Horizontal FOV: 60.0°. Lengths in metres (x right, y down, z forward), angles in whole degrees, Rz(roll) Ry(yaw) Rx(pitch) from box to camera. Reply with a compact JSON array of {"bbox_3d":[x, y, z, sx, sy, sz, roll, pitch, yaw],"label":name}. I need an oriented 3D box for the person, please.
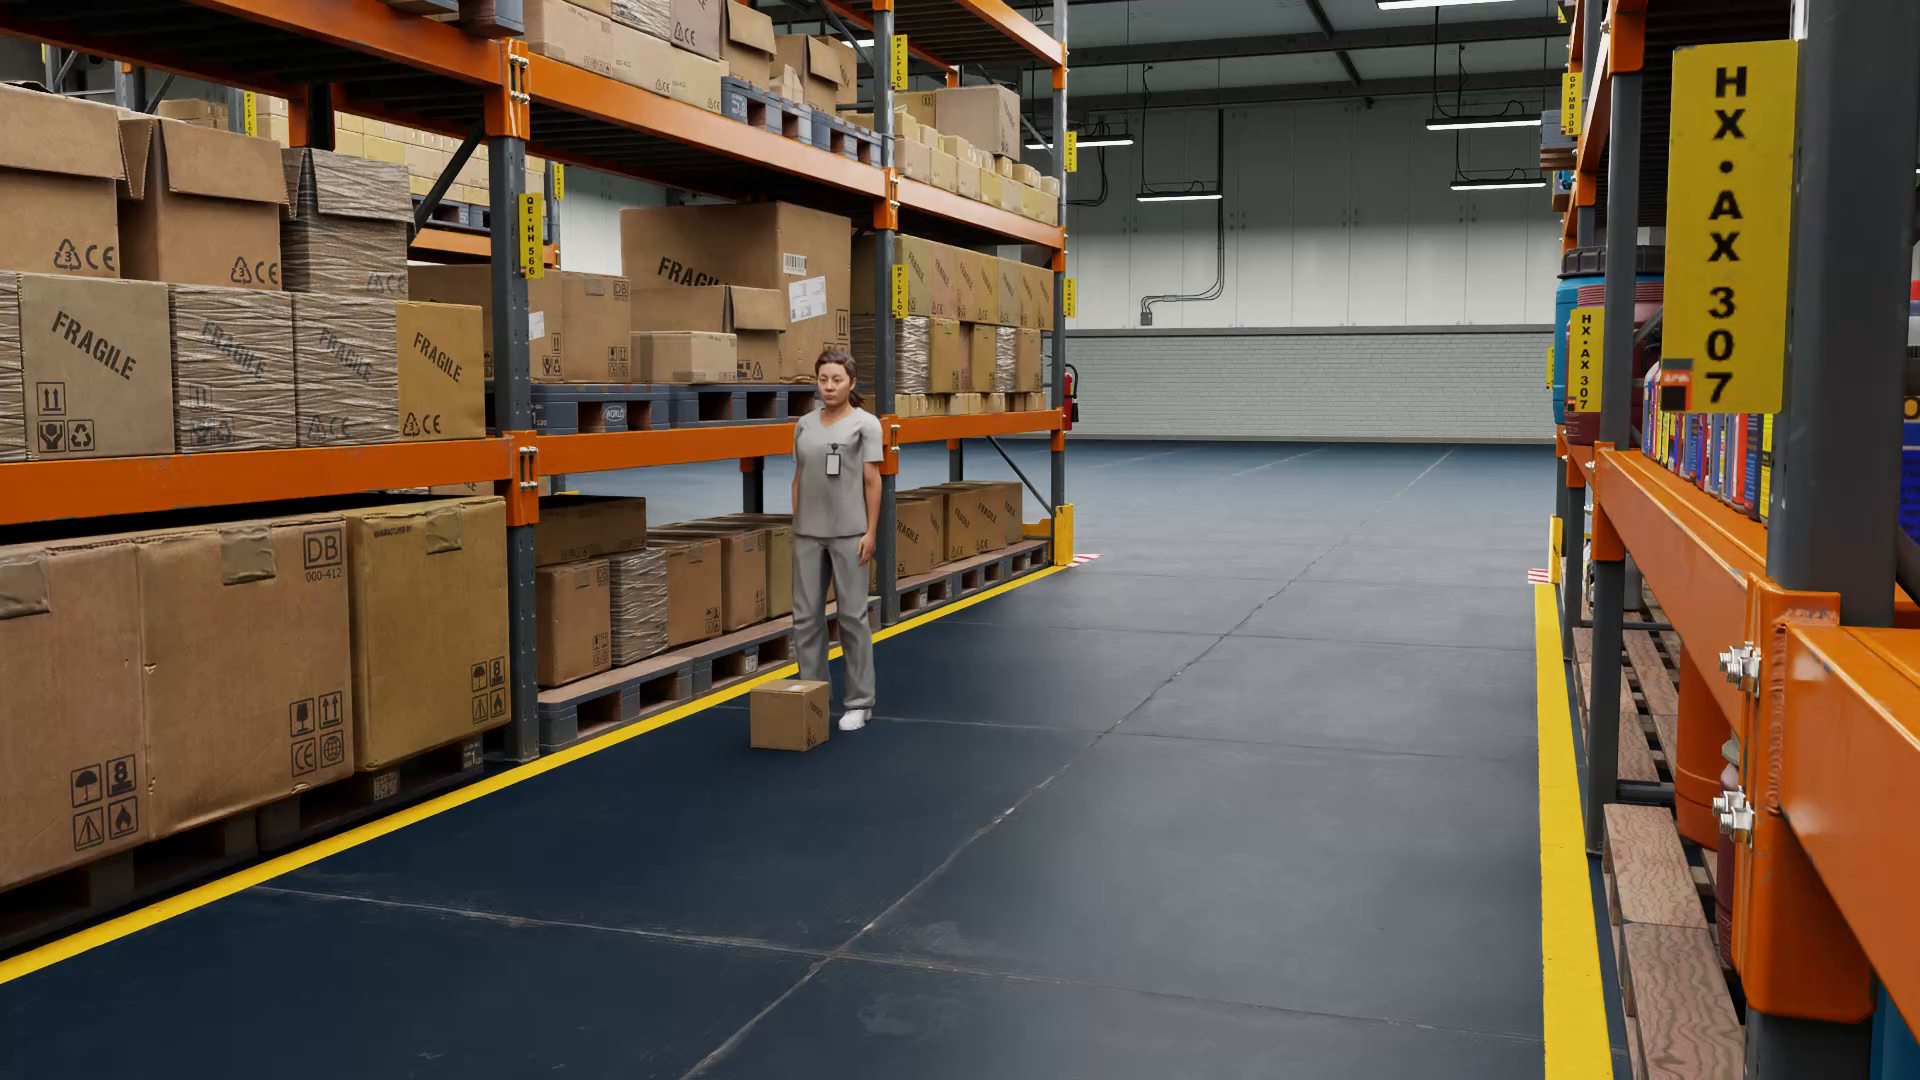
[{"bbox_3d":[-0.549,-0.008,7.387,0.438,1.681,0.362,2,6,20],"label":"person"}]
